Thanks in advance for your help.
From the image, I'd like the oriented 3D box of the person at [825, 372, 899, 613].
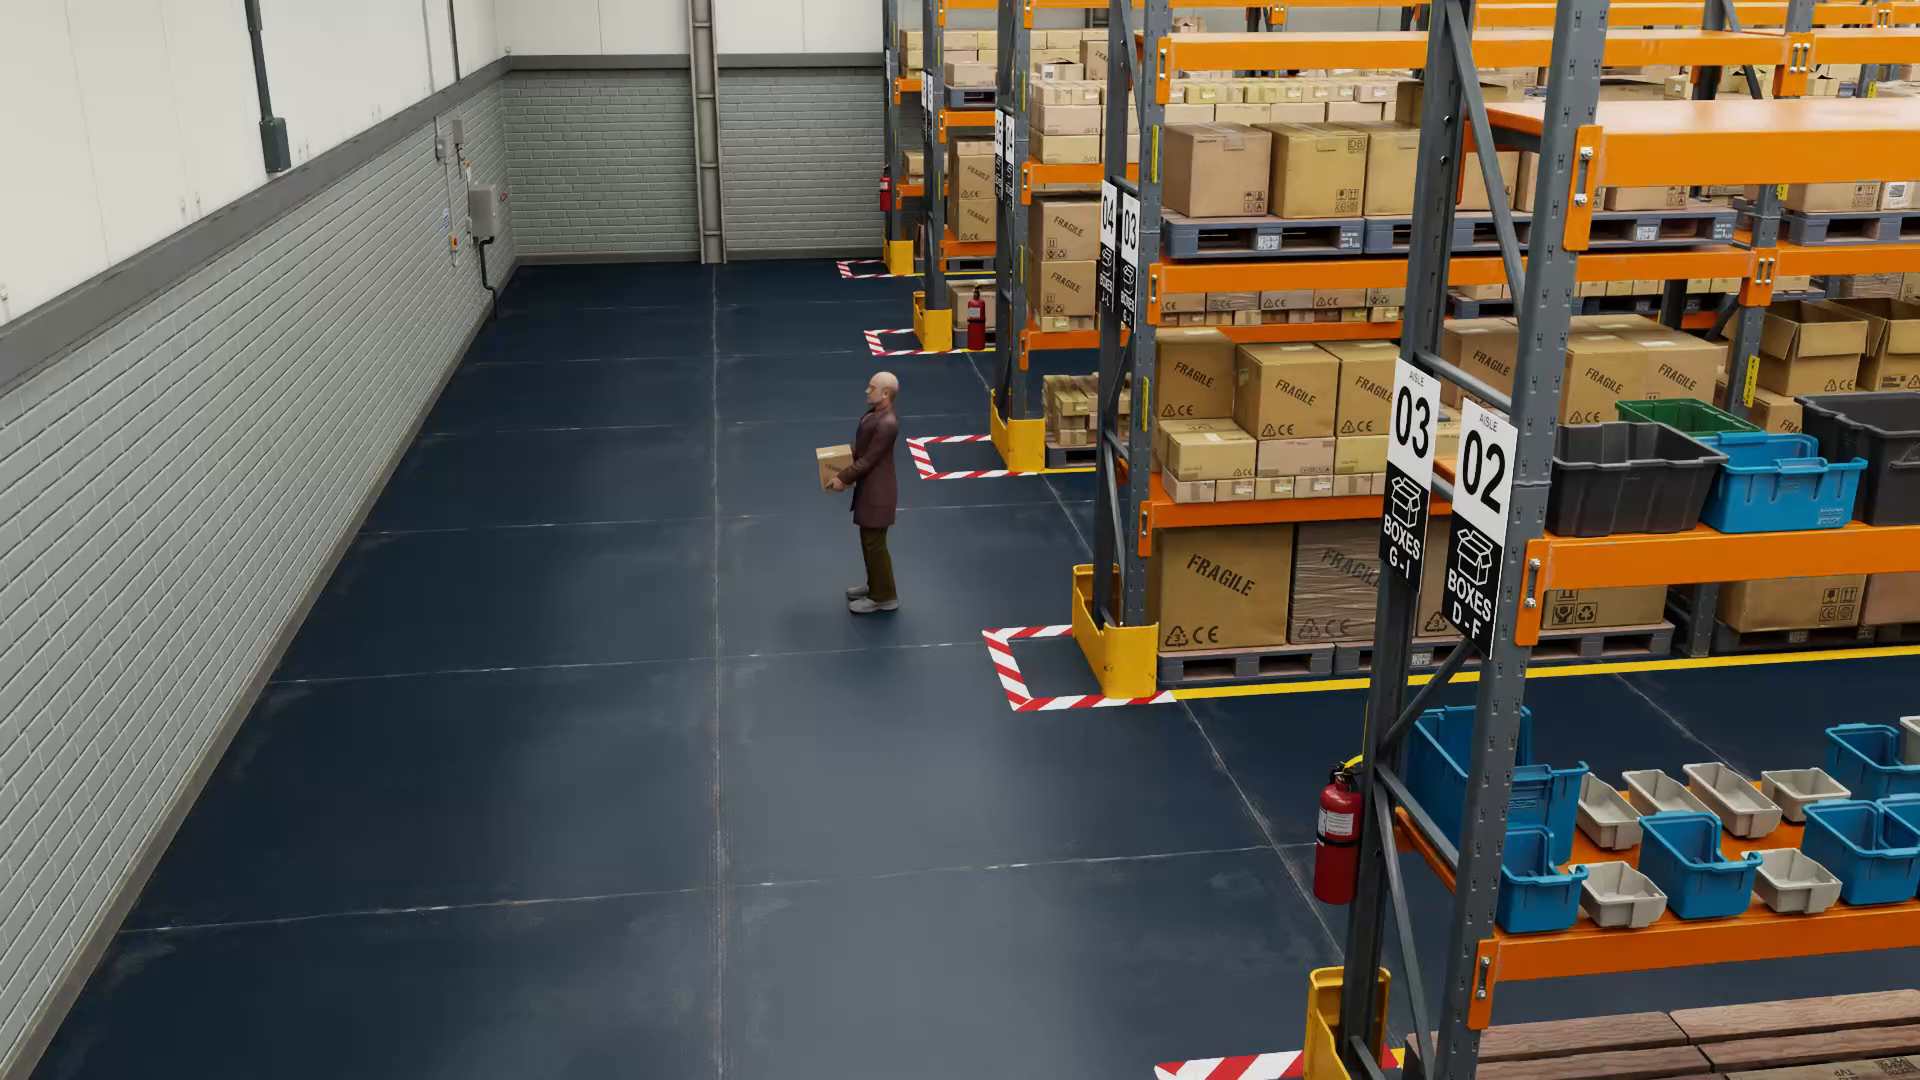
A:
[{"bbox_3d":[-0.711,-0.355,12.095,0.555,1.769,0.529,-3,20,-7],"label":"person"}]
